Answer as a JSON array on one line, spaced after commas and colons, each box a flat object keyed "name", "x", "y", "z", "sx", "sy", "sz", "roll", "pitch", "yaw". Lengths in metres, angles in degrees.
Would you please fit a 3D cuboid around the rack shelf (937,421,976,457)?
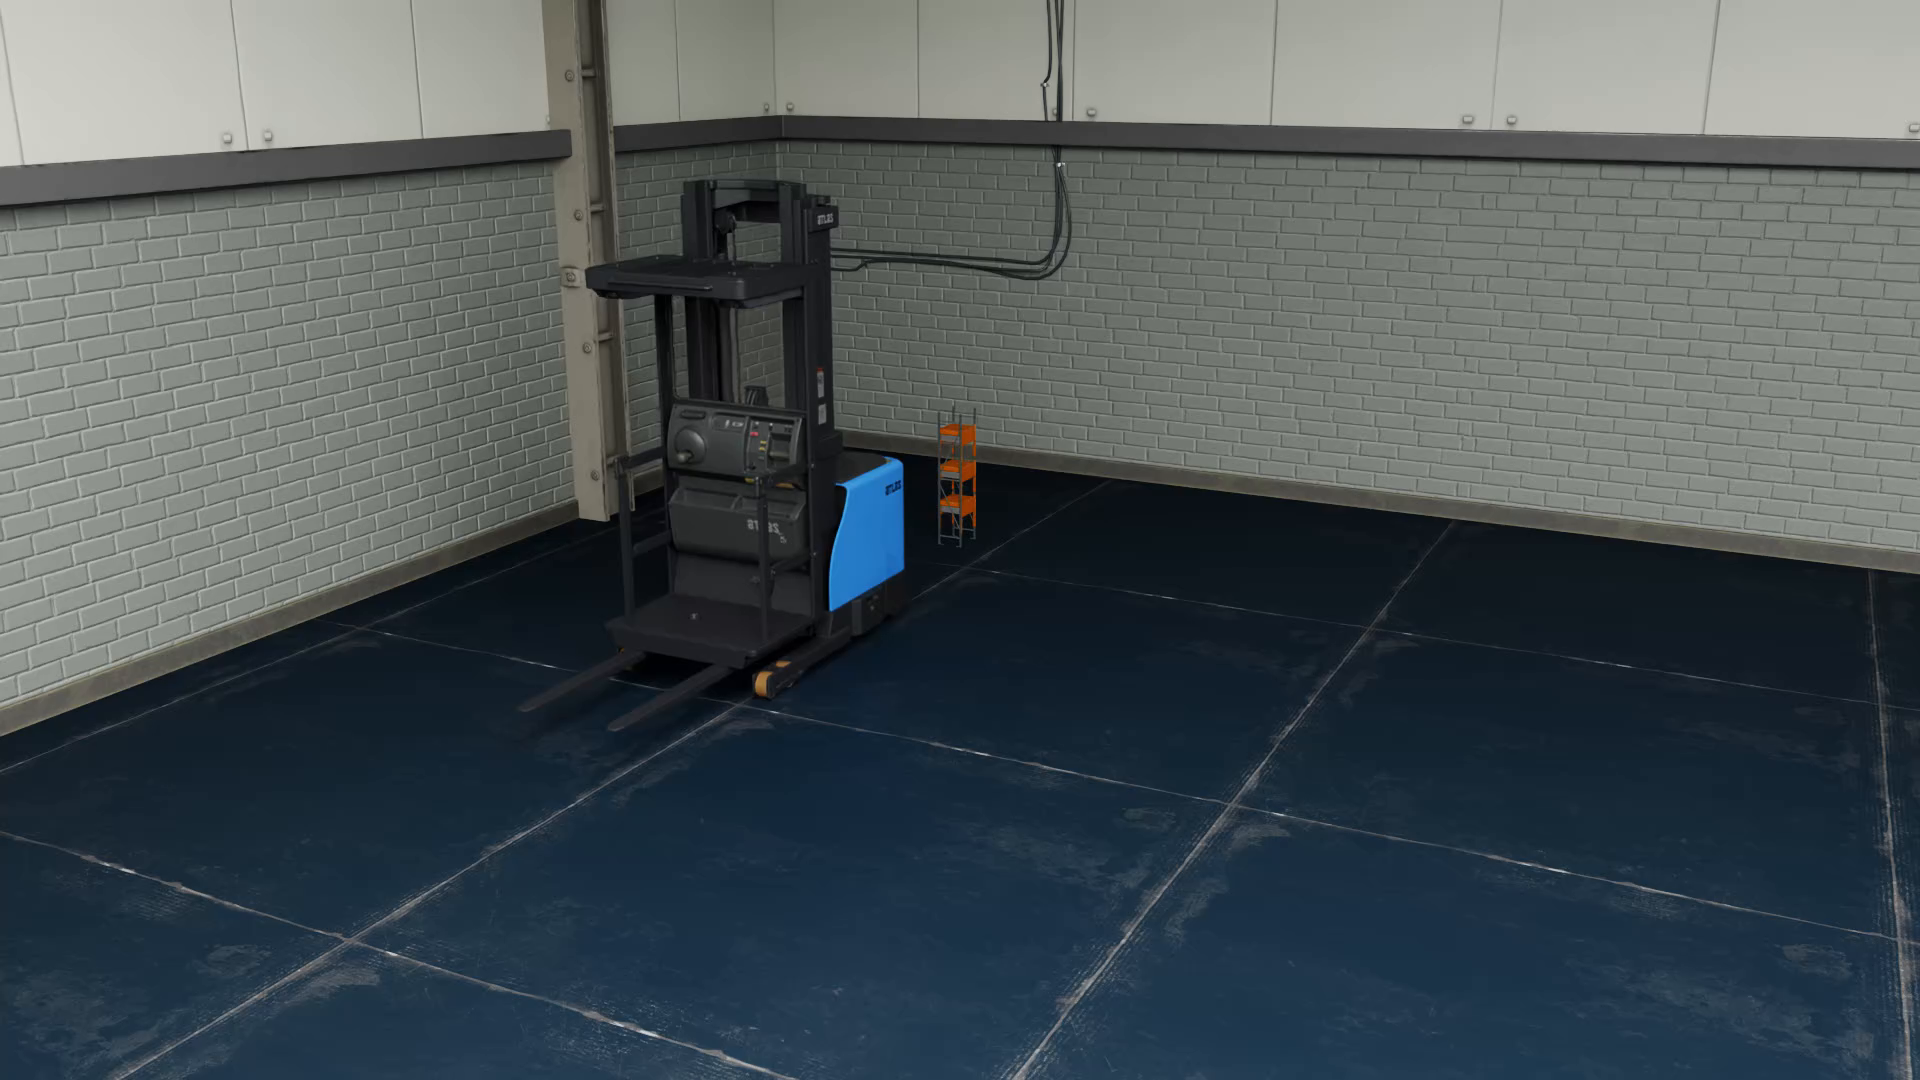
[{"name": "rack shelf", "x": -0.024, "y": -0.752, "z": 12.751, "sx": 0.215, "sy": 0.259, "sz": 0.240, "roll": 8, "pitch": 18, "yaw": 25}]

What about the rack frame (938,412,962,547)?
[{"name": "rack frame", "x": -0.078, "y": -0.459, "z": 12.724, "sx": 0.200, "sy": 1.050, "sz": 0.008, "roll": 8, "pitch": 18, "yaw": 25}]

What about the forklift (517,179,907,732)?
[{"name": "forklift", "x": -1.465, "y": -0.607, "z": 9.919, "sx": 1.130, "sy": 2.935, "sz": 3.031, "roll": 8, "pitch": 18, "yaw": 25}]

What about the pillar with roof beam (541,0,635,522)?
[{"name": "pillar with roof beam", "x": 0.923, "y": -3.984, "z": 10.633, "sx": 9.100, "sy": 9.000, "sz": 0.400, "roll": 8, "pitch": 18, "yaw": 25}]

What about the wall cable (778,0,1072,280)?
[{"name": "wall cable", "x": -0.429, "y": -3.625, "z": 14.879, "sx": 3.097, "sy": 2.526, "sz": 0.112, "roll": 8, "pitch": 18, "yaw": 25}]

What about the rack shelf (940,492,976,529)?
[{"name": "rack shelf", "x": -0.024, "y": -0.213, "z": 12.911, "sx": 0.215, "sy": 0.259, "sz": 0.240, "roll": 8, "pitch": 18, "yaw": 25}]

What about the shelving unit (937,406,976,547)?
[{"name": "shelving unit", "x": -0.024, "y": -0.490, "z": 12.829, "sx": 0.215, "sy": 1.050, "sz": 0.252, "roll": 8, "pitch": 18, "yaw": 25}]

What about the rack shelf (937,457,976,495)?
[{"name": "rack shelf", "x": -0.024, "y": -0.479, "z": 12.832, "sx": 0.215, "sy": 0.259, "sz": 0.240, "roll": 8, "pitch": 18, "yaw": 25}]

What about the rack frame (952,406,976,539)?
[{"name": "rack frame", "x": 0.031, "y": -0.521, "z": 12.934, "sx": 0.200, "sy": 1.050, "sz": 0.008, "roll": 8, "pitch": 18, "yaw": 25}]
